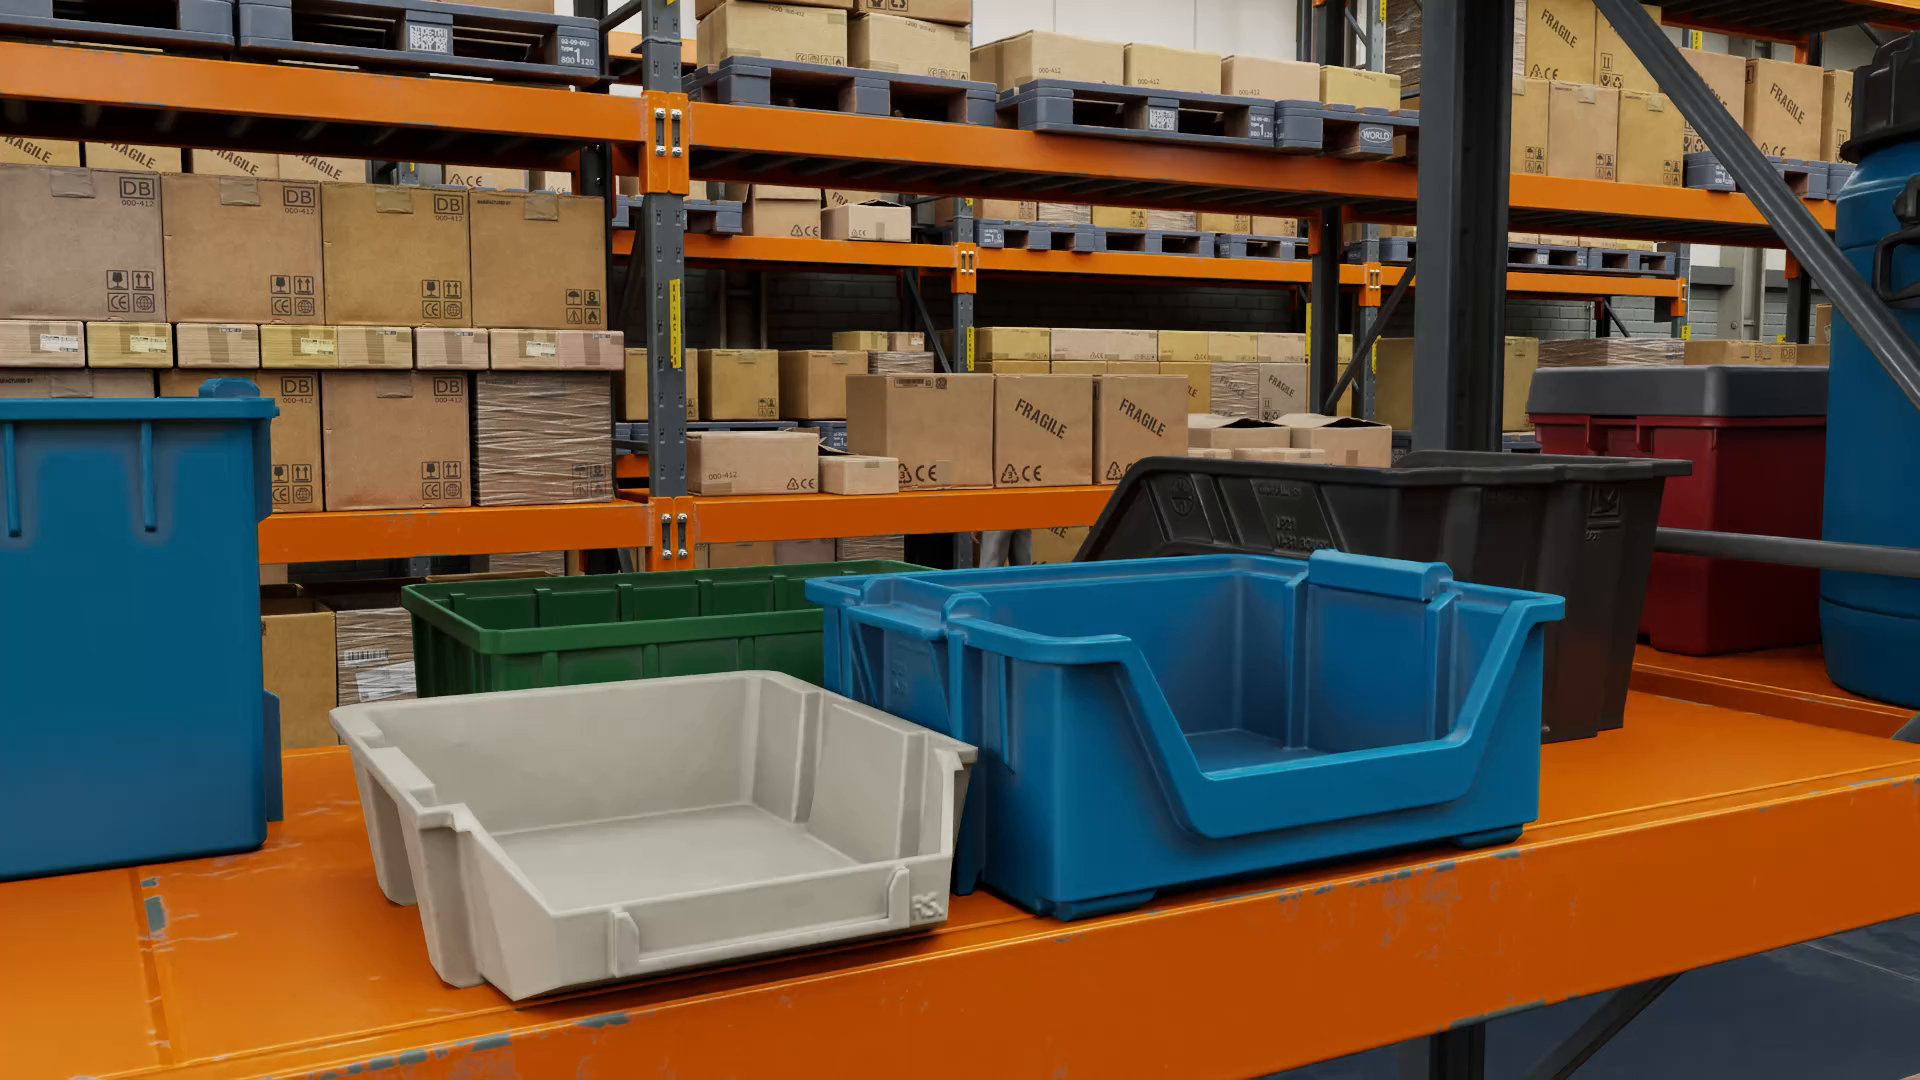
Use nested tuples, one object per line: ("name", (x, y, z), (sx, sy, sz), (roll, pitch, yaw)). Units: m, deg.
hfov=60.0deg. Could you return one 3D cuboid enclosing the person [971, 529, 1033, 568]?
("person", (0.307, -0.104, 11.127), (0.508, 1.673, 0.356), (-3, 6, -31))
